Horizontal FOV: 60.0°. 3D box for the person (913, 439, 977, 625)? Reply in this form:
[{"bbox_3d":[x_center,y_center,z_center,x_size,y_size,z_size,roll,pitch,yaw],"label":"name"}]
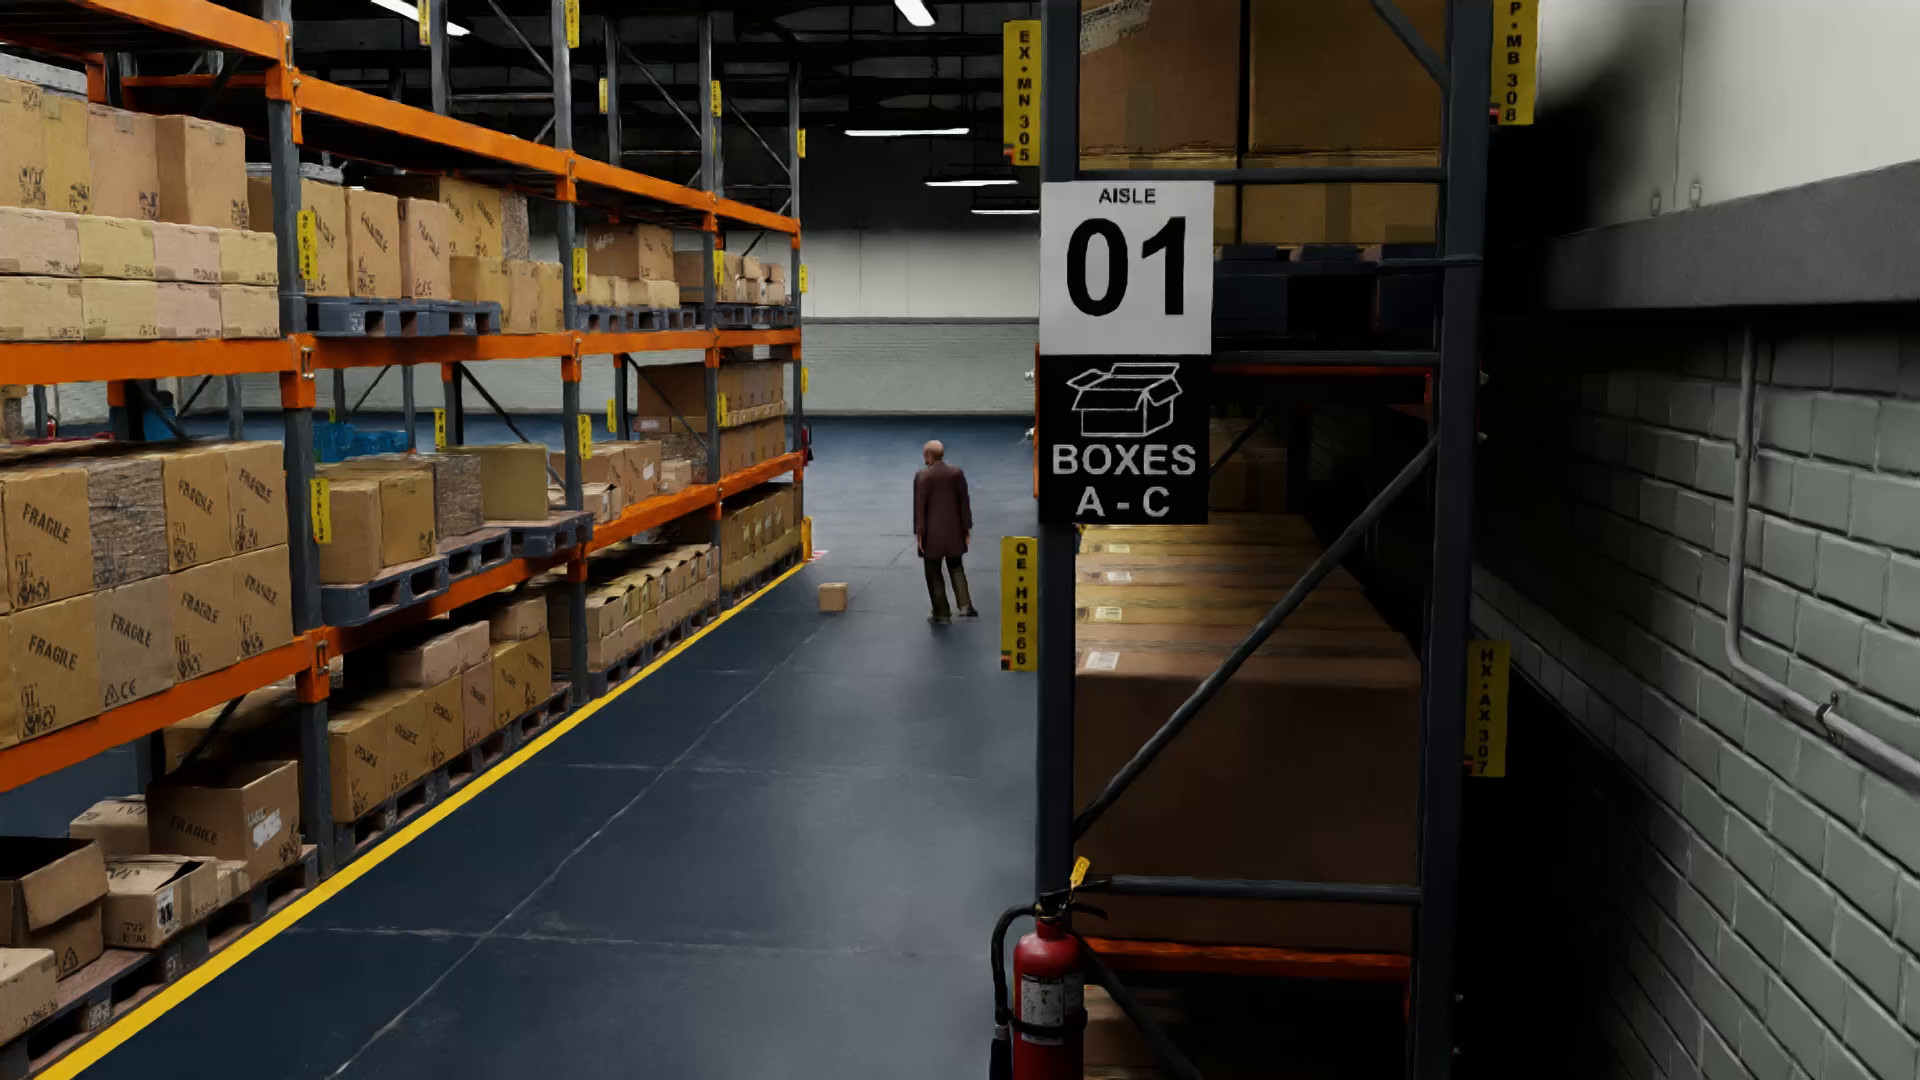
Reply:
[{"bbox_3d":[-0.141,-0.067,15.851,0.621,1.770,0.599,-4,8,-26],"label":"person"}]
